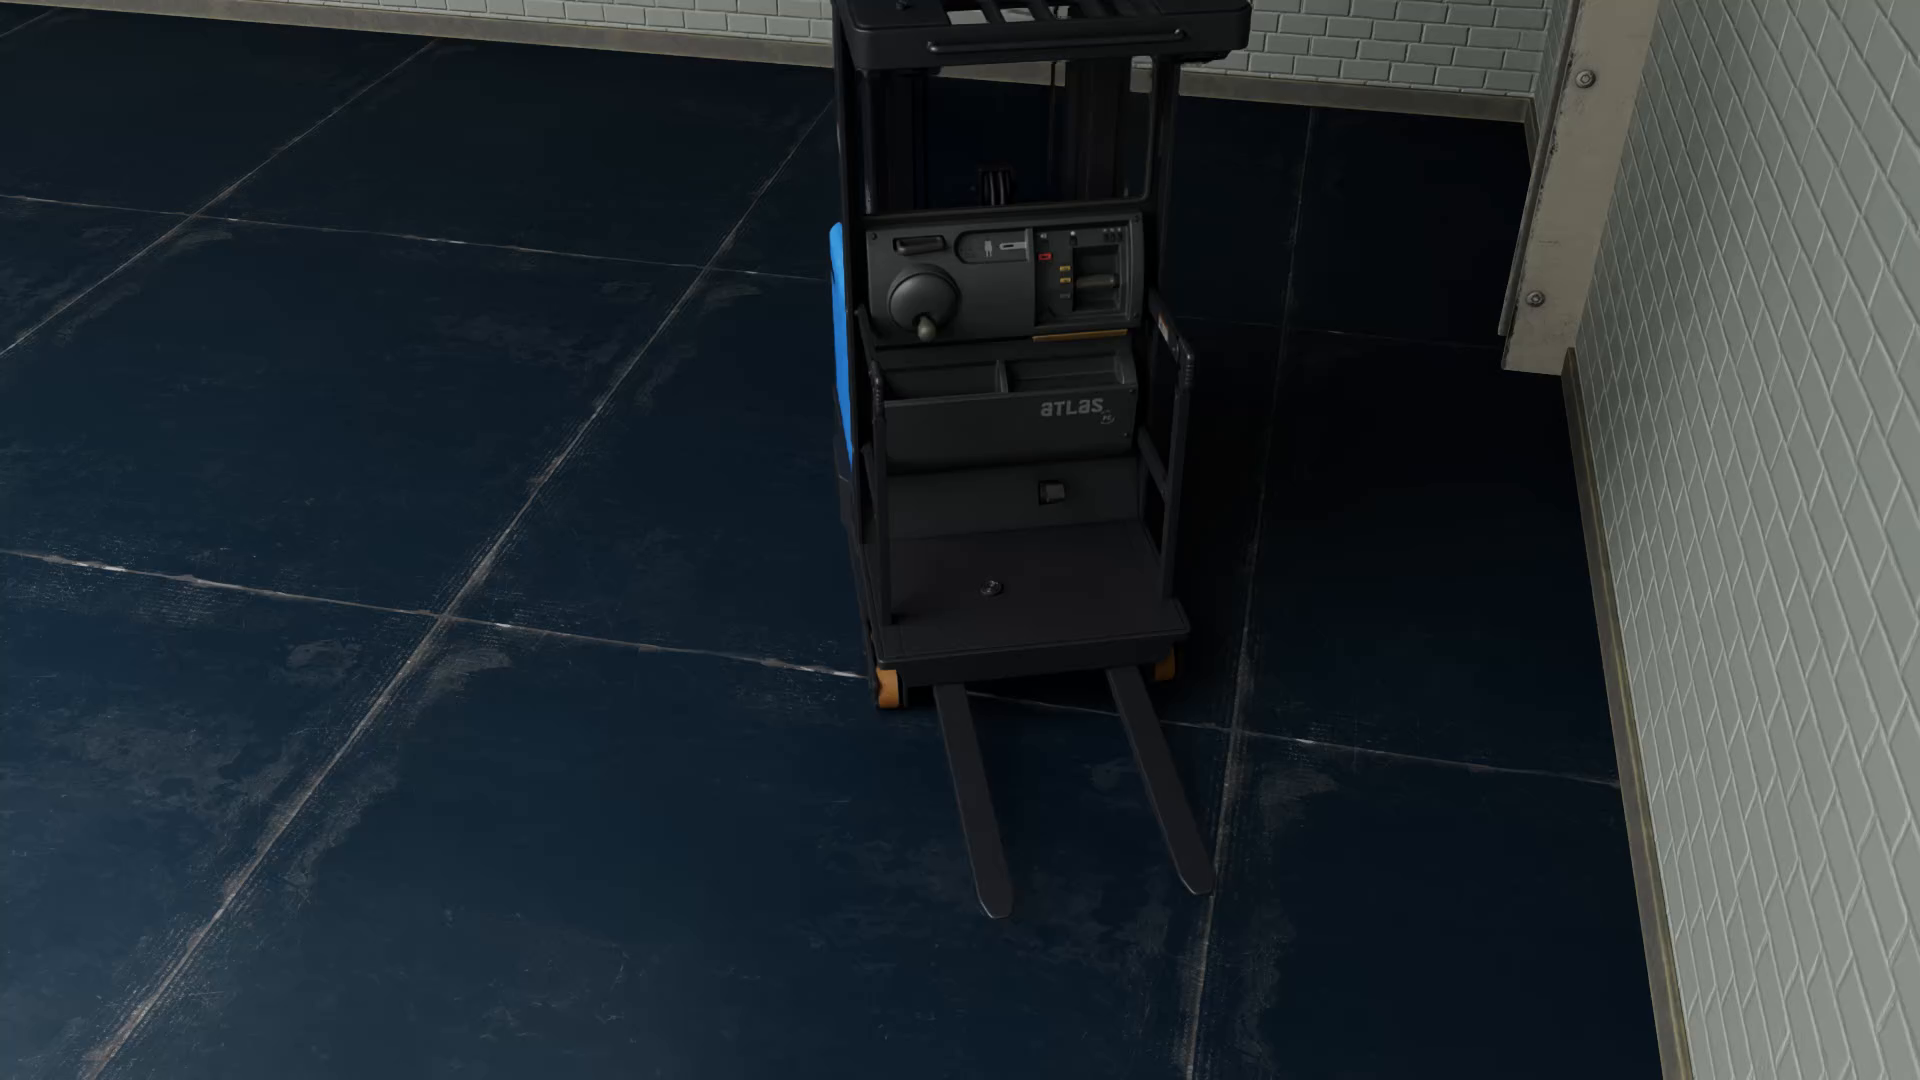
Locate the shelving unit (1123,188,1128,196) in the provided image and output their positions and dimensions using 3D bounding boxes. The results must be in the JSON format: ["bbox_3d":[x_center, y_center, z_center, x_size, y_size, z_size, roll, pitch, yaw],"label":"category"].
[{"bbox_3d":[0.636,-1.164,7.837,0.258,0.189,1.200,4,57,5],"label":"shelving unit"}]

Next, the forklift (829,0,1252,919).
[{"bbox_3d":[0.191,-0.811,5.371,1.130,2.935,3.031,-5,36,-7],"label":"forklift"}]

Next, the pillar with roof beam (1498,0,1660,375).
[{"bbox_3d":[-1.452,-5.086,6.099,9.100,9.000,0.400,7,37,10],"label":"pillar with roof beam"}]

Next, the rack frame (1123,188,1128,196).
[{"bbox_3d":[0.632,-1.214,7.761,0.240,0.006,1.200,4,57,5],"label":"rack frame"}]
